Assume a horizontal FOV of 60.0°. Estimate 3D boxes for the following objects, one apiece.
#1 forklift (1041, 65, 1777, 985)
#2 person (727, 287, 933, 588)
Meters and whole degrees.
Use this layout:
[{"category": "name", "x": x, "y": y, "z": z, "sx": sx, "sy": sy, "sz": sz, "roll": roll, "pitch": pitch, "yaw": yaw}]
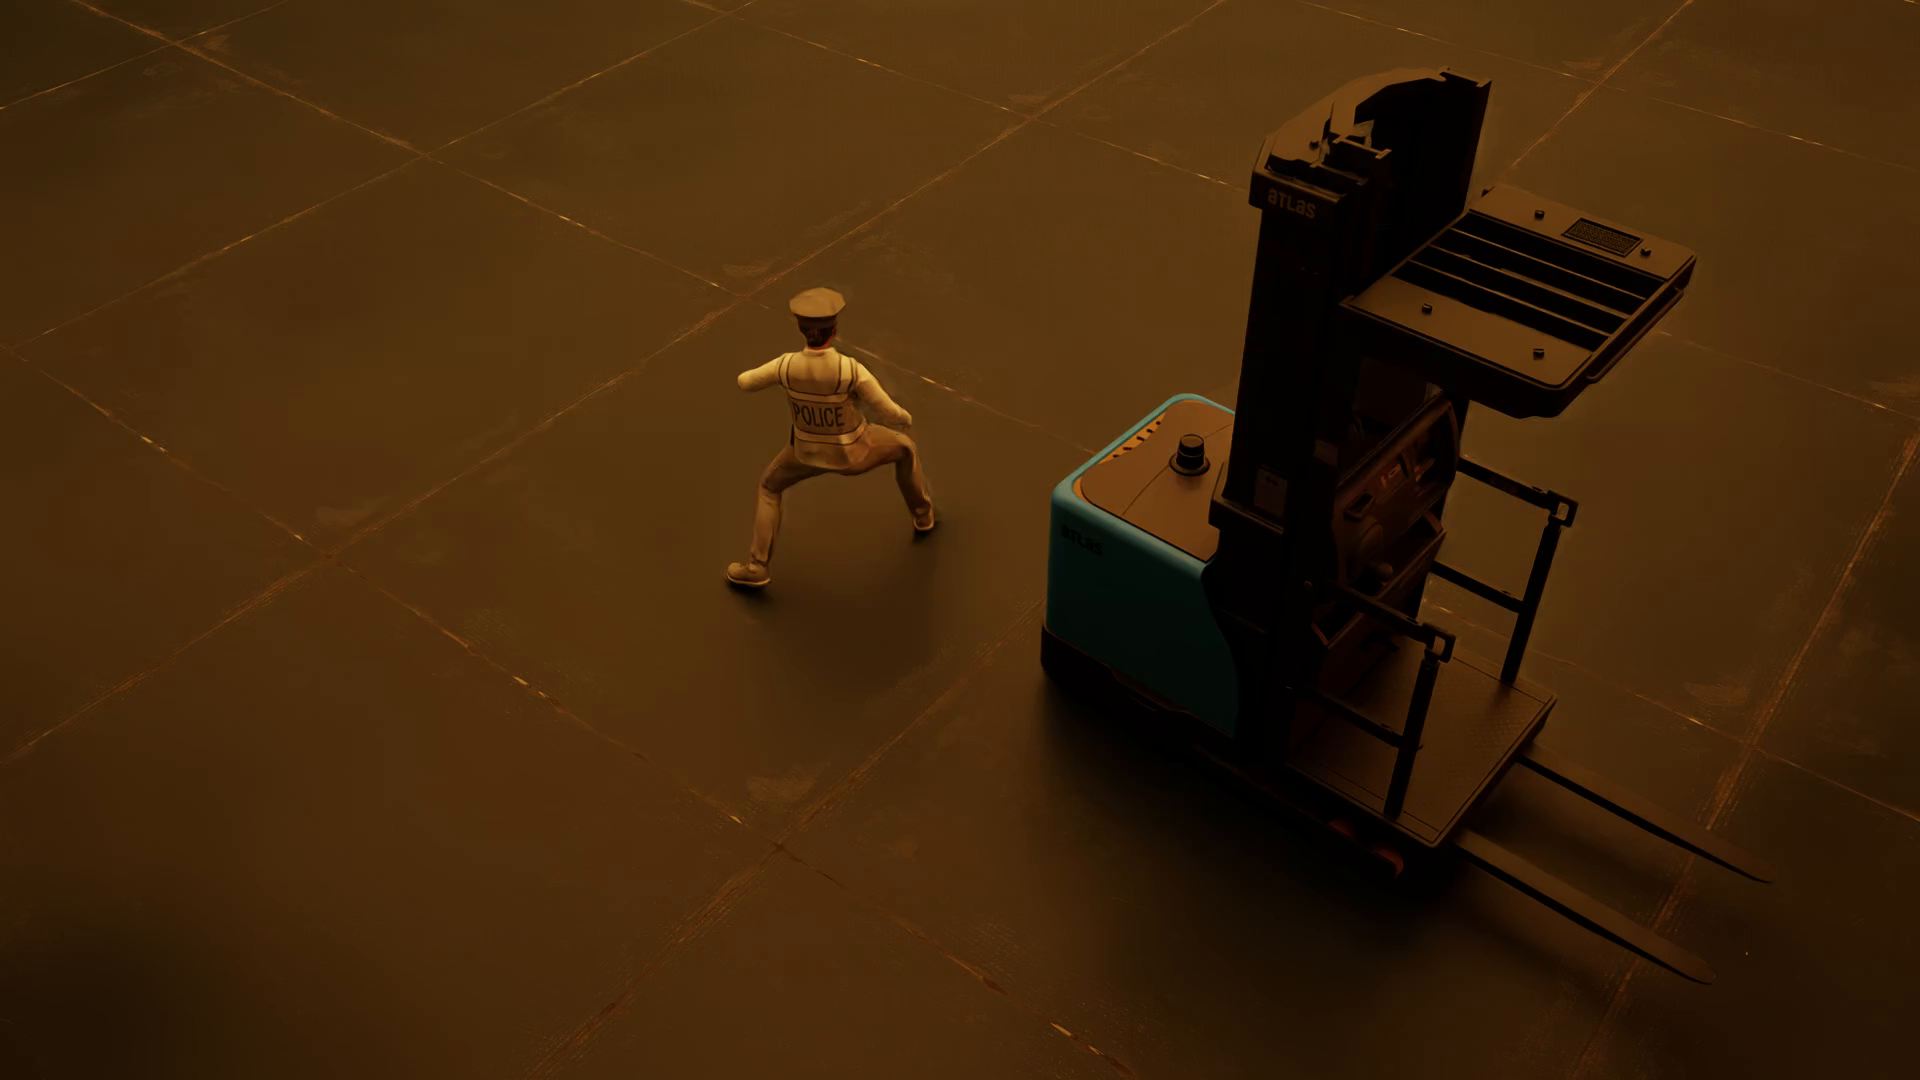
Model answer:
[{"category": "forklift", "x": 1.813, "y": -0.122, "z": 6.218, "sx": 3.031, "sy": 2.935, "sz": 1.130, "roll": 29, "pitch": 48, "yaw": 30}, {"category": "person", "x": -0.627, "y": -0.530, "z": 7.810, "sx": 0.927, "sy": 1.493, "sz": 0.858, "roll": 7, "pitch": 41, "yaw": 8}]
